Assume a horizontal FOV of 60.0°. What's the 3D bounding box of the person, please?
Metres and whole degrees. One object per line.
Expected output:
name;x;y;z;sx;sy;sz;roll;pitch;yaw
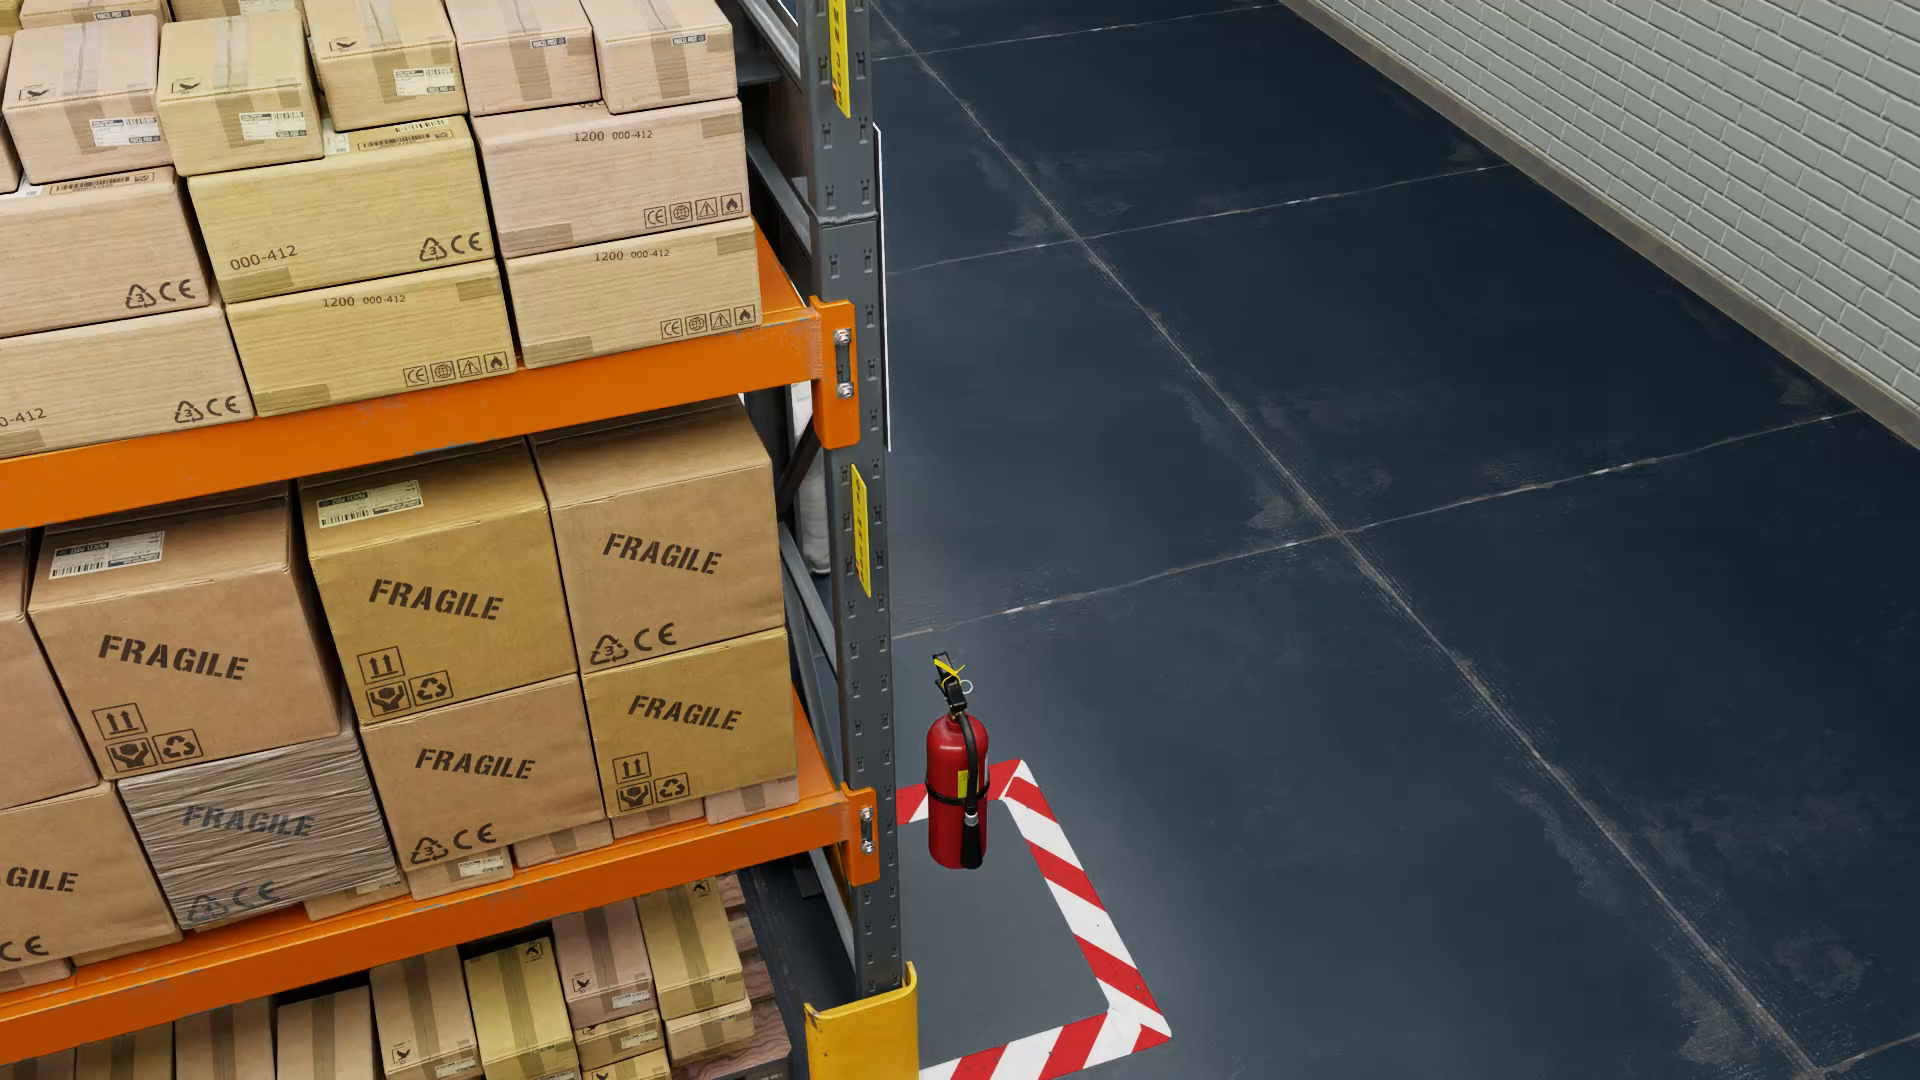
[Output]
person;-0.779;-0.528;6.820;0.526;1.670;0.439;-14;40;-17
